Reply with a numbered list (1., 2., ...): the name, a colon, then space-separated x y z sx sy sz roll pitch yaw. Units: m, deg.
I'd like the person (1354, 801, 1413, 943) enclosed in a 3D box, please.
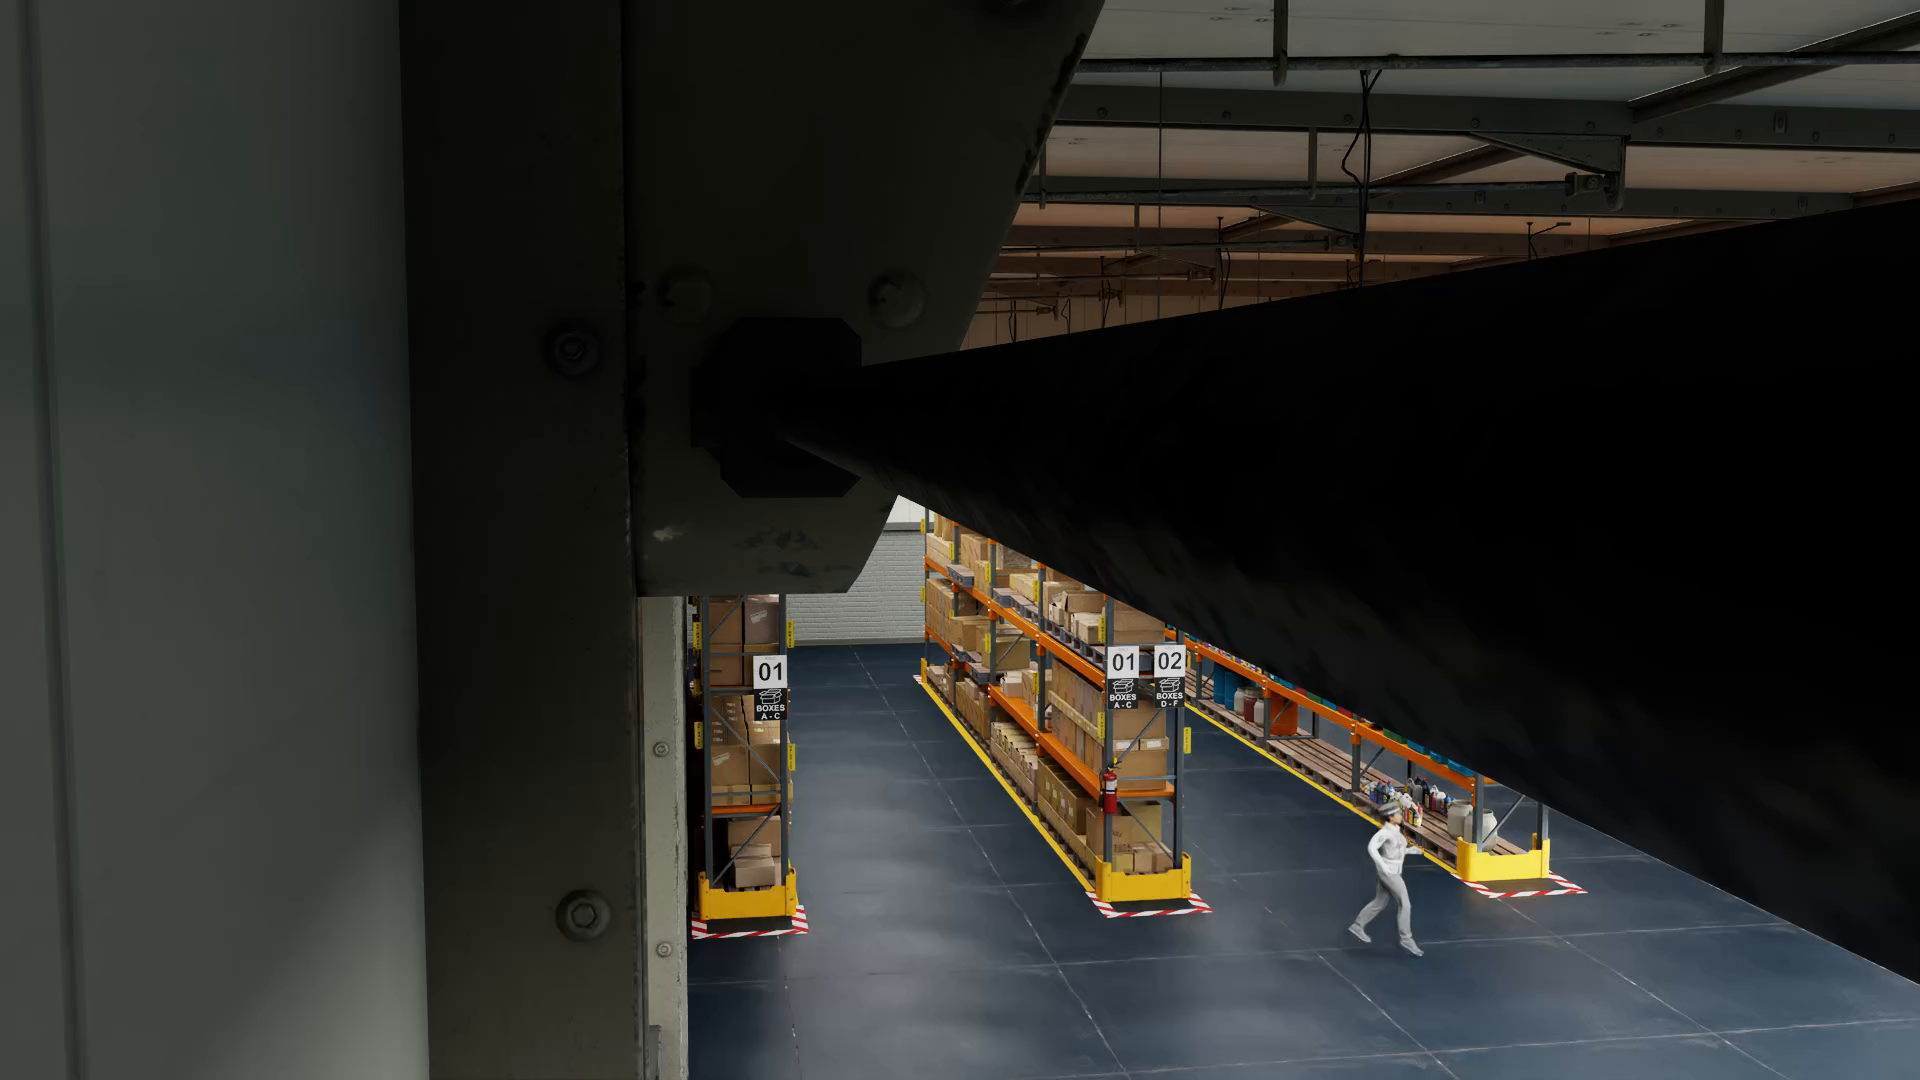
1. person: 4.818 3.745 18.907 0.674 1.596 0.602 1 5 13
